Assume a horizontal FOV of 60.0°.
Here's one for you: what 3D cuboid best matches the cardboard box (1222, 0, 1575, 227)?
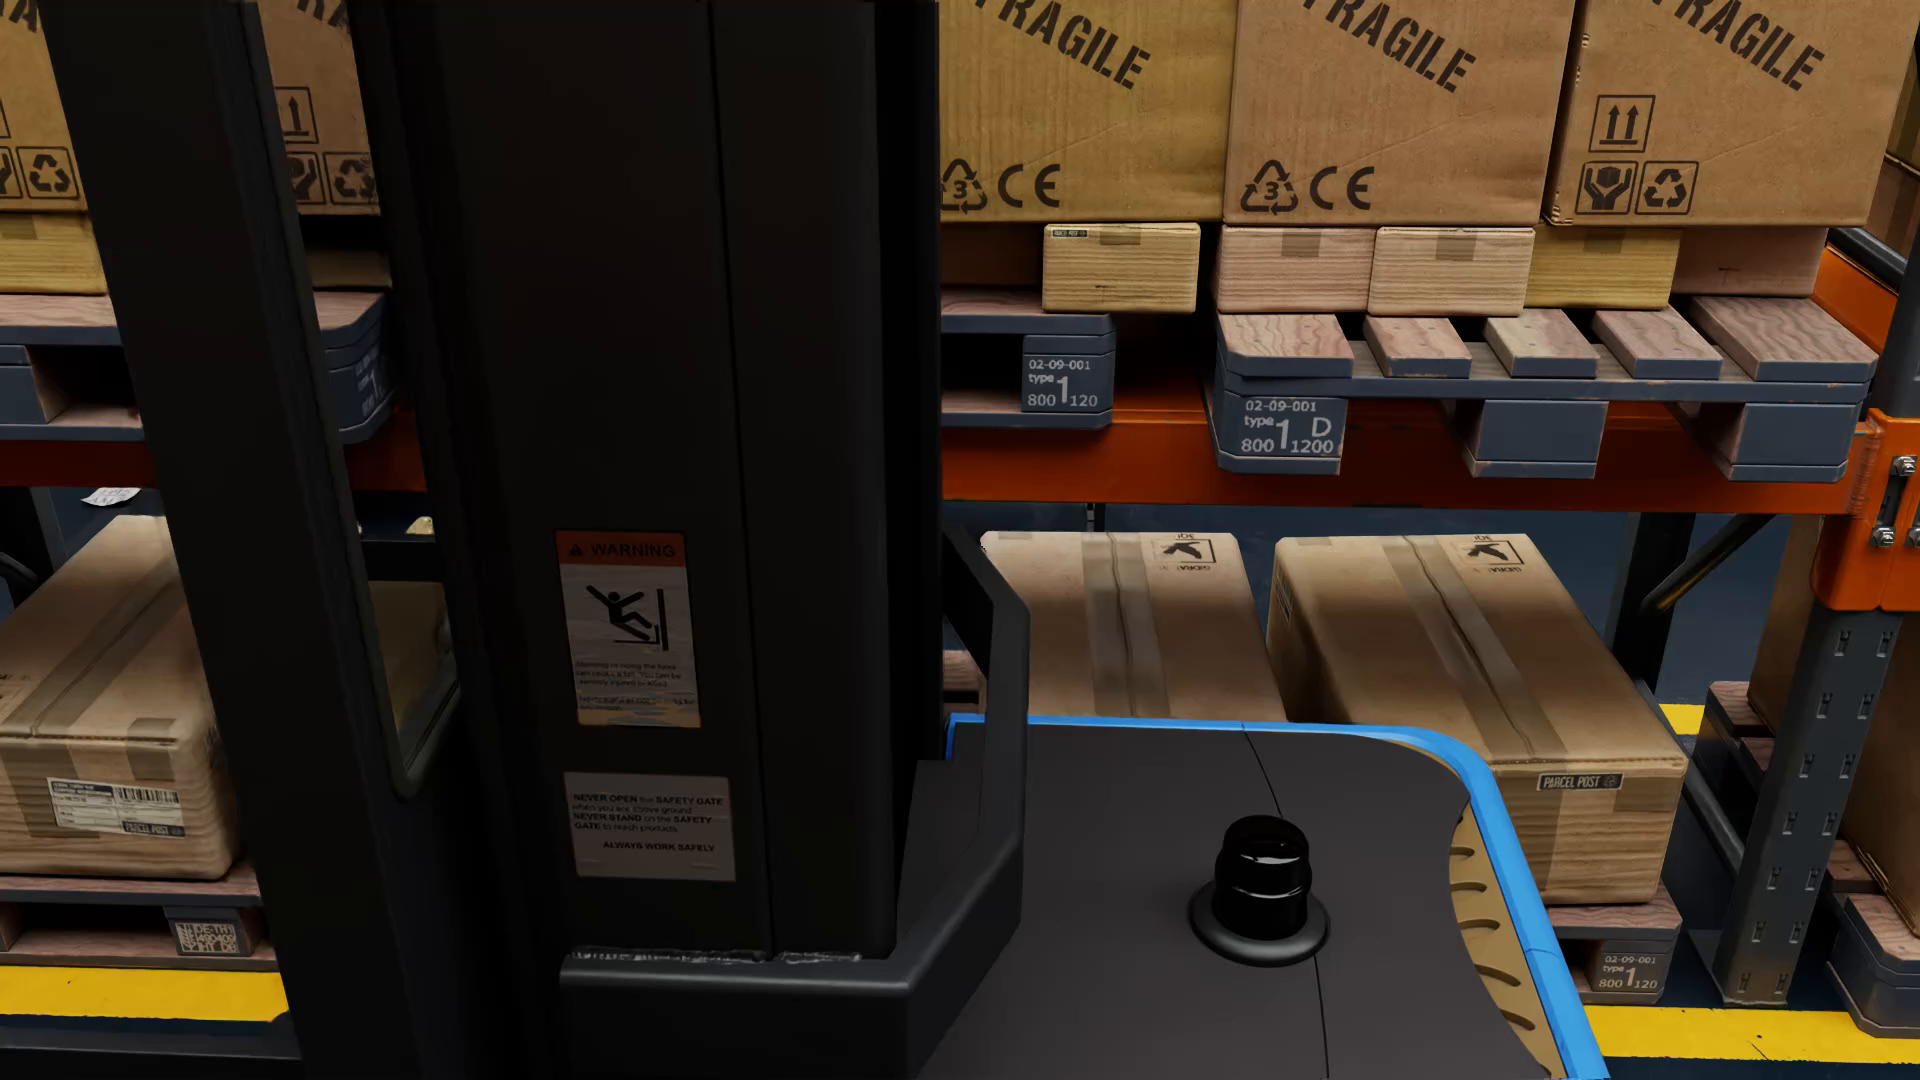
[{"bbox_3d":[0.675,-0.836,2.751,0.500,0.500,0.500,1,28,1],"label":"cardboard box"}]

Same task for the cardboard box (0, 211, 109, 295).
[{"bbox_3d":[-1.551,-0.569,2.940,0.250,0.149,0.380,2,28,3],"label":"cardboard box"}]

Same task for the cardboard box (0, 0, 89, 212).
[{"bbox_3d":[-1.382,-0.871,2.817,0.500,0.500,0.500,1,28,2],"label":"cardboard box"}]

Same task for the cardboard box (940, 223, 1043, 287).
[{"bbox_3d":[0.023,-0.586,2.973,0.250,0.149,0.380,1,28,2],"label":"cardboard box"}]

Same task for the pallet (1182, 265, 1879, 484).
[{"bbox_3d":[0.940,-0.471,3.140,1.003,0.211,1.213,1,28,2],"label":"pallet"}]

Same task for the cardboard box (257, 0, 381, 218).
[{"bbox_3d":[-0.889,-0.856,2.790,0.500,0.500,0.500,1,28,1],"label":"cardboard box"}]

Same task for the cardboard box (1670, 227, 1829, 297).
[{"bbox_3d":[1.320,-0.563,2.930,0.250,0.149,0.380,2,28,4],"label":"cardboard box"}]

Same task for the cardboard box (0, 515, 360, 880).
[{"bbox_3d":[-1.817,0.323,3.795,0.625,0.372,0.950,1,28,2],"label":"cardboard box"}]

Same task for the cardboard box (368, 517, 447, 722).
[{"bbox_3d":[-1.099,0.334,3.775,0.625,0.372,0.950,3,28,5],"label":"cardboard box"}]

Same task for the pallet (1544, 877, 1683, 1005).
[{"bbox_3d":[0.875,0.625,3.846,1.213,0.211,1.003,1,28,2],"label":"pallet"}]

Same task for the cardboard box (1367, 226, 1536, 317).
[{"bbox_3d":[0.796,-0.517,2.843,0.250,0.149,0.380,1,28,1],"label":"cardboard box"}]

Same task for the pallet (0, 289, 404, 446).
[{"bbox_3d":[-1.583,-0.494,3.184,1.213,0.211,1.003,1,28,2],"label":"pallet"}]

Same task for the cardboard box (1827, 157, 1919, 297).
[{"bbox_3d":[2.171,-0.640,3.416,0.500,0.250,0.500,0,28,0],"label":"cardboard box"}]

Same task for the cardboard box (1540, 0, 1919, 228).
[{"bbox_3d":[1.192,-0.832,2.744,0.500,0.500,0.500,0,28,0],"label":"cardboard box"}]

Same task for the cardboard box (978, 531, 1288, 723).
[{"bbox_3d":[0.354,0.359,3.727,0.625,0.372,0.950,0,28,1],"label":"cardboard box"}]

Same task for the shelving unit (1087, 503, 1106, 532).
[{"bbox_3d":[-0.085,-0.664,4.901,1.048,1.500,0.538,1,28,2],"label":"shelving unit"}]

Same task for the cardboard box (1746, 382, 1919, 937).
[{"bbox_3d":[2.343,0.210,3.471,0.875,0.875,0.875,1,28,1],"label":"cardboard box"}]

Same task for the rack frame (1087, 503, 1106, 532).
[{"bbox_3d":[0.423,-0.656,4.886,0.032,1.500,0.500,1,28,2],"label":"rack frame"}]

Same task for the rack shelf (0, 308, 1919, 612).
[{"bbox_3d":[-0.343,-0.309,3.398,4.000,0.370,1.077,1,28,2],"label":"rack shelf"}]

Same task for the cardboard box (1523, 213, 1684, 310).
[{"bbox_3d":[1.050,-0.534,2.875,0.250,0.149,0.380,1,28,3],"label":"cardboard box"}]

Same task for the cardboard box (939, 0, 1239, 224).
[{"bbox_3d":[0.170,-0.843,2.765,0.500,0.500,0.500,-1,28,-2],"label":"cardboard box"}]

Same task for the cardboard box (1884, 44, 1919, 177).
[{"bbox_3d":[2.149,-0.859,3.294,0.500,0.250,0.500,1,28,2],"label":"cardboard box"}]

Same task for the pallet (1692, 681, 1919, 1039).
[{"bbox_3d":[2.441,0.687,3.729,1.213,0.211,1.003,1,28,2],"label":"pallet"}]

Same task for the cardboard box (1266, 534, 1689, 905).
[{"bbox_3d":[1.092,0.368,3.711,0.625,0.372,0.950,-1,28,-2],"label":"cardboard box"}]

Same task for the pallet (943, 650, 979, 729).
[{"bbox_3d":[-0.341,0.603,3.886,1.213,0.211,1.003,1,28,2],"label":"pallet"}]

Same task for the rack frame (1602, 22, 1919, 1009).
[{"bbox_3d":[1.656,-0.594,3.167,0.127,3.000,1.000,1,28,2],"label":"rack frame"}]

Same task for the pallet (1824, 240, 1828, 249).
[{"bbox_3d":[3.727,-1.645,8.128,1.213,0.211,1.003,1,28,2],"label":"pallet"}]

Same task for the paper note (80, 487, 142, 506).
[{"bbox_3d":[-2.811,-0.155,5.510,0.142,0.019,0.148,1,28,2],"label":"paper note"}]

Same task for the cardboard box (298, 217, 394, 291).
[{"bbox_3d":[-1.010,-0.576,2.954,0.250,0.149,0.380,1,28,3],"label":"cardboard box"}]

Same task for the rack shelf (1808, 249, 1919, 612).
[{"bbox_3d":[3.655,-0.243,3.273,4.000,0.370,1.077,1,28,2],"label":"rack shelf"}]

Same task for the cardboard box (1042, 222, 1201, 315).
[{"bbox_3d":[0.269,-0.523,2.854,0.250,0.149,0.380,1,28,3],"label":"cardboard box"}]

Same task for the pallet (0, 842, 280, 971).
[{"bbox_3d":[-1.563,0.585,3.922,1.213,0.211,1.003,1,28,2],"label":"pallet"}]

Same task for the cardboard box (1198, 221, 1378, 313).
[{"bbox_3d":[0.545,-0.525,2.858,0.250,0.149,0.380,0,28,-1],"label":"cardboard box"}]

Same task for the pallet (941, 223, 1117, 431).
[{"bbox_3d":[-0.324,-0.522,3.238,1.213,0.211,1.003,1,28,2],"label":"pallet"}]

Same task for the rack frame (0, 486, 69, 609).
[{"bbox_3d":[-2.342,-0.660,3.292,0.127,3.000,1.000,1,28,2],"label":"rack frame"}]
